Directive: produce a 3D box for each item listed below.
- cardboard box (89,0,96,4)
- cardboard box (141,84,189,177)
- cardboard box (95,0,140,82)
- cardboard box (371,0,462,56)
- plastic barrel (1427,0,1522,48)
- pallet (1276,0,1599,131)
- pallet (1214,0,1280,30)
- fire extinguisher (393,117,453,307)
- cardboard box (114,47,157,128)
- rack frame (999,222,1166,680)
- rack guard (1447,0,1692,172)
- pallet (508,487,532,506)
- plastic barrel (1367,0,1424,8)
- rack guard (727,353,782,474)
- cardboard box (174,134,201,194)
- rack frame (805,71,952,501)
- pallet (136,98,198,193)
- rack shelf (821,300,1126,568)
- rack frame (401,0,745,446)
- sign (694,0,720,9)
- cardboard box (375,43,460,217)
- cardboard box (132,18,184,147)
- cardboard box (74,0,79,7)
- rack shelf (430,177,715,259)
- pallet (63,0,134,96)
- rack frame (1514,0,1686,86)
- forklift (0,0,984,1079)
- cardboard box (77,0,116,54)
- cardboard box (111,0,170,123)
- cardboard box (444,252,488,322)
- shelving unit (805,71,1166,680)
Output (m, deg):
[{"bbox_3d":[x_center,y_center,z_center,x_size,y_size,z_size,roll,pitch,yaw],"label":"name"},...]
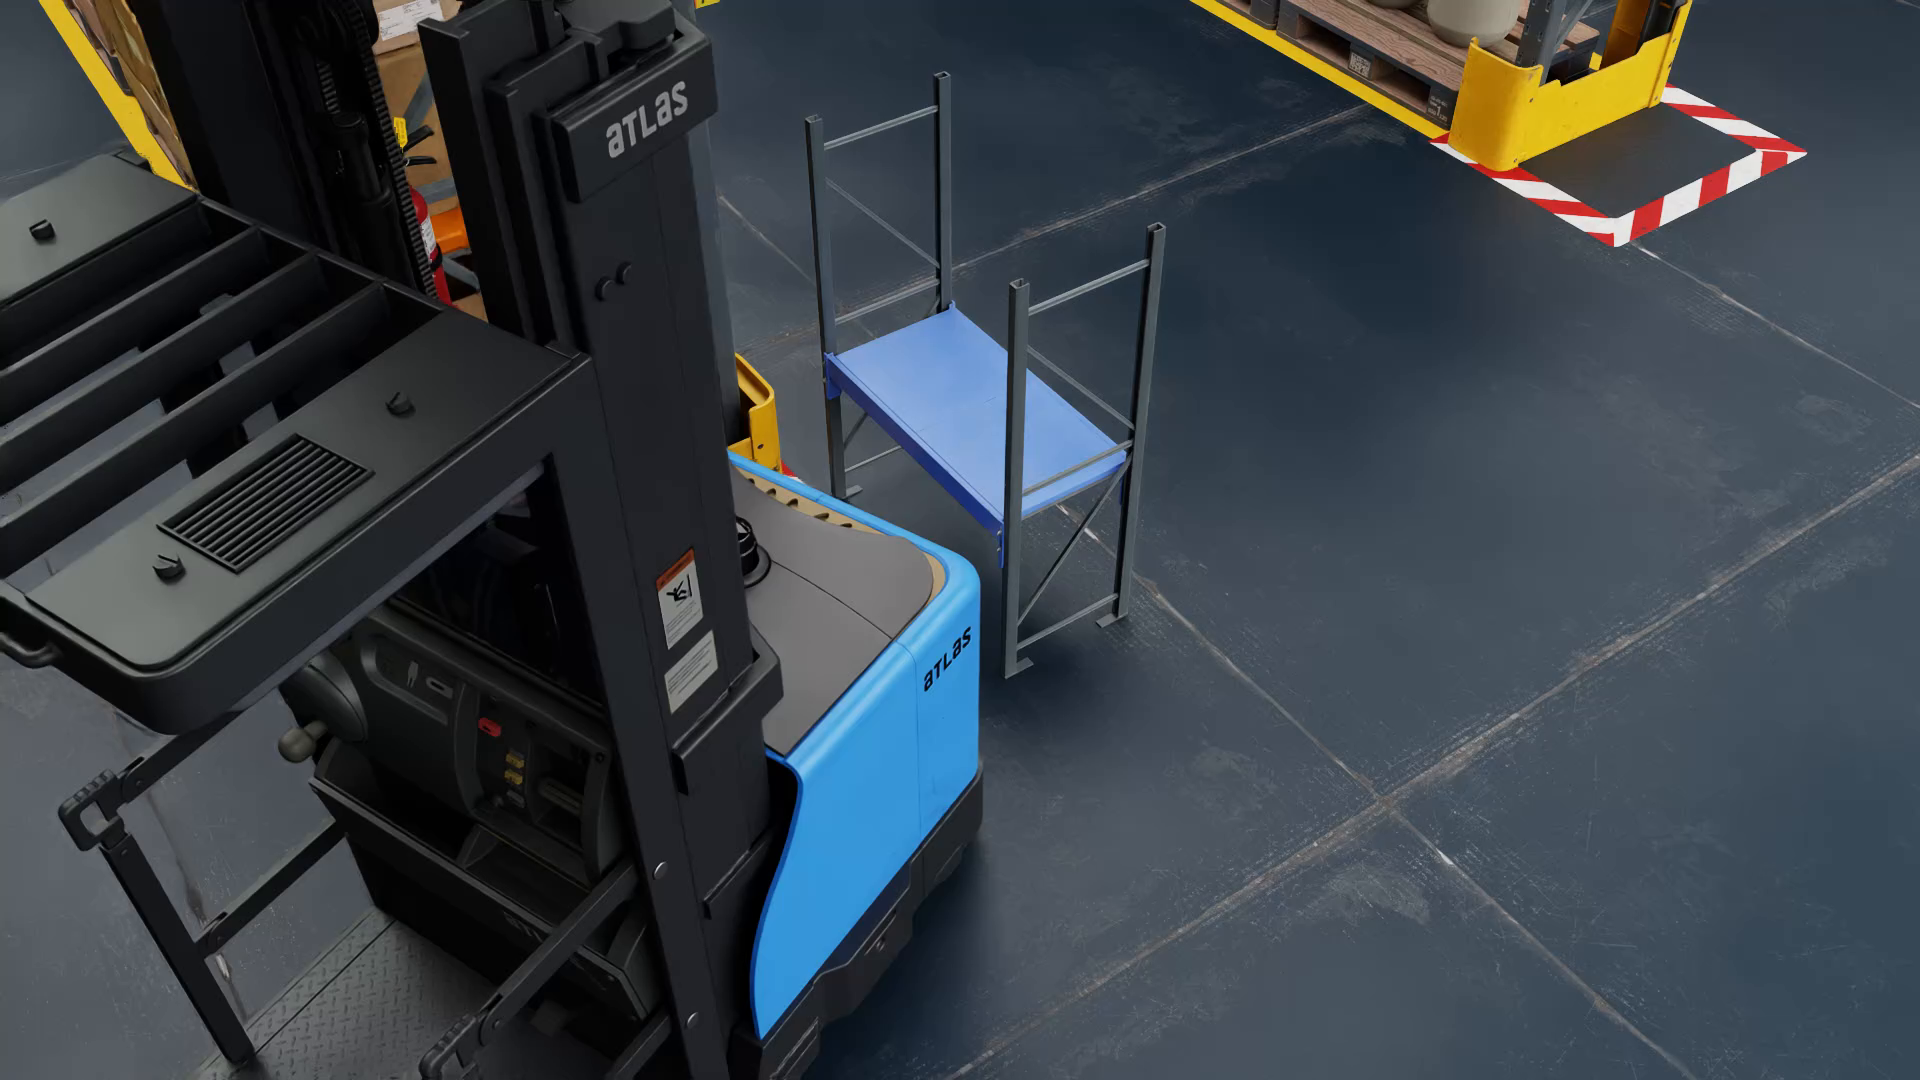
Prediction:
[{"bbox_3d":[-3.939,-2.817,7.809,0.500,0.311,0.500,-26,49,-24],"label":"cardboard box"},{"bbox_3d":[-3.174,-1.830,7.182,0.500,0.250,0.500,-26,49,-24],"label":"cardboard box"},{"bbox_3d":[-3.464,-2.383,7.218,0.500,0.500,0.500,-26,49,-24],"label":"cardboard box"},{"bbox_3d":[-1.559,-1.487,4.593,0.380,0.149,0.250,-27,50,-25],"label":"cardboard box"},{"bbox_3d":[2.442,-2.624,7.824,0.421,0.512,0.421,0,44,0],"label":"plastic barrel"},{"bbox_3d":[2.339,-2.508,8.224,1.003,0.211,1.213,-26,49,-24],"label":"pallet"},{"bbox_3d":[1.645,-3.198,8.947,1.003,0.211,1.213,-26,49,-24],"label":"pallet"},{"bbox_3d":[-1.497,-0.797,4.468,0.296,0.674,0.183,-26,49,-24],"label":"fire extinguisher"},{"bbox_3d":[-3.455,-2.115,7.481,0.500,0.250,0.500,-26,49,-24],"label":"cardboard box"},{"bbox_3d":[0.340,-0.206,4.880,0.500,1.500,0.032,-26,49,-24],"label":"rack frame"},{"bbox_3d":[2.799,-2.150,7.640,1.175,0.500,0.348,-26,49,-24],"label":"rack guard"},{"bbox_3d":[-1.656,-0.483,6.103,1.003,0.211,1.213,-26,49,-24],"label":"pallet"},{"bbox_3d":[2.155,-2.908,8.122,0.421,0.512,0.421,0,44,0],"label":"plastic barrel"},{"bbox_3d":[-1.170,-0.157,5.553,1.175,0.500,0.348,-26,49,-24],"label":"rack guard"},{"bbox_3d":[-2.892,-1.545,6.883,0.500,0.250,0.500,-26,49,-24],"label":"cardboard box"},{"bbox_3d":[-0.242,-0.782,5.483,0.500,1.500,0.032,-26,49,-24],"label":"rack frame"},{"bbox_3d":[-3.051,-1.865,7.551,1.003,0.211,1.213,-26,49,-24],"label":"pallet"},{"bbox_3d":[0.049,-0.364,5.306,0.538,0.185,1.000,-26,49,-24],"label":"rack shelf"},{"bbox_3d":[-1.184,-1.075,4.704,1.000,3.000,0.127,-26,49,-24],"label":"rack frame"},{"bbox_3d":[-0.725,-1.633,4.604,0.100,0.325,0.005,-26,49,-24],"label":"sign"},{"bbox_3d":[-1.440,-1.381,4.952,0.700,0.500,0.500,-26,49,-24],"label":"cardboard box"},{"bbox_3d":[-2.891,-1.817,6.625,0.500,0.500,0.500,-26,49,-24],"label":"cardboard box"},{"bbox_3d":[-4.235,-2.905,8.308,0.500,0.250,0.500,-26,50,-25],"label":"cardboard box"},{"bbox_3d":[-2.328,-1.948,6.139,1.077,0.370,4.000,-26,49,-24],"label":"rack shelf"},{"bbox_3d":[-3.926,-2.734,8.461,1.003,0.211,1.213,-26,49,-24],"label":"pallet"},{"bbox_3d":[2.881,-3.030,6.751,1.000,3.000,0.127,-26,49,-24],"label":"rack frame"},{"bbox_3d":[-1.158,0.448,3.158,1.130,2.935,3.031,24,49,23],"label":"forklift"},{"bbox_3d":[-3.947,-2.618,8.007,0.500,0.250,0.500,-26,50,-25],"label":"cardboard box"},{"bbox_3d":[-3.171,-2.103,6.924,0.500,0.500,0.500,-26,49,-24],"label":"cardboard box"},{"bbox_3d":[-1.735,-0.690,5.444,0.500,0.500,0.500,-26,49,-24],"label":"cardboard box"},{"bbox_3d":[0.049,-0.494,5.182,0.538,1.500,1.048,-26,49,-24],"label":"shelving unit"}]
